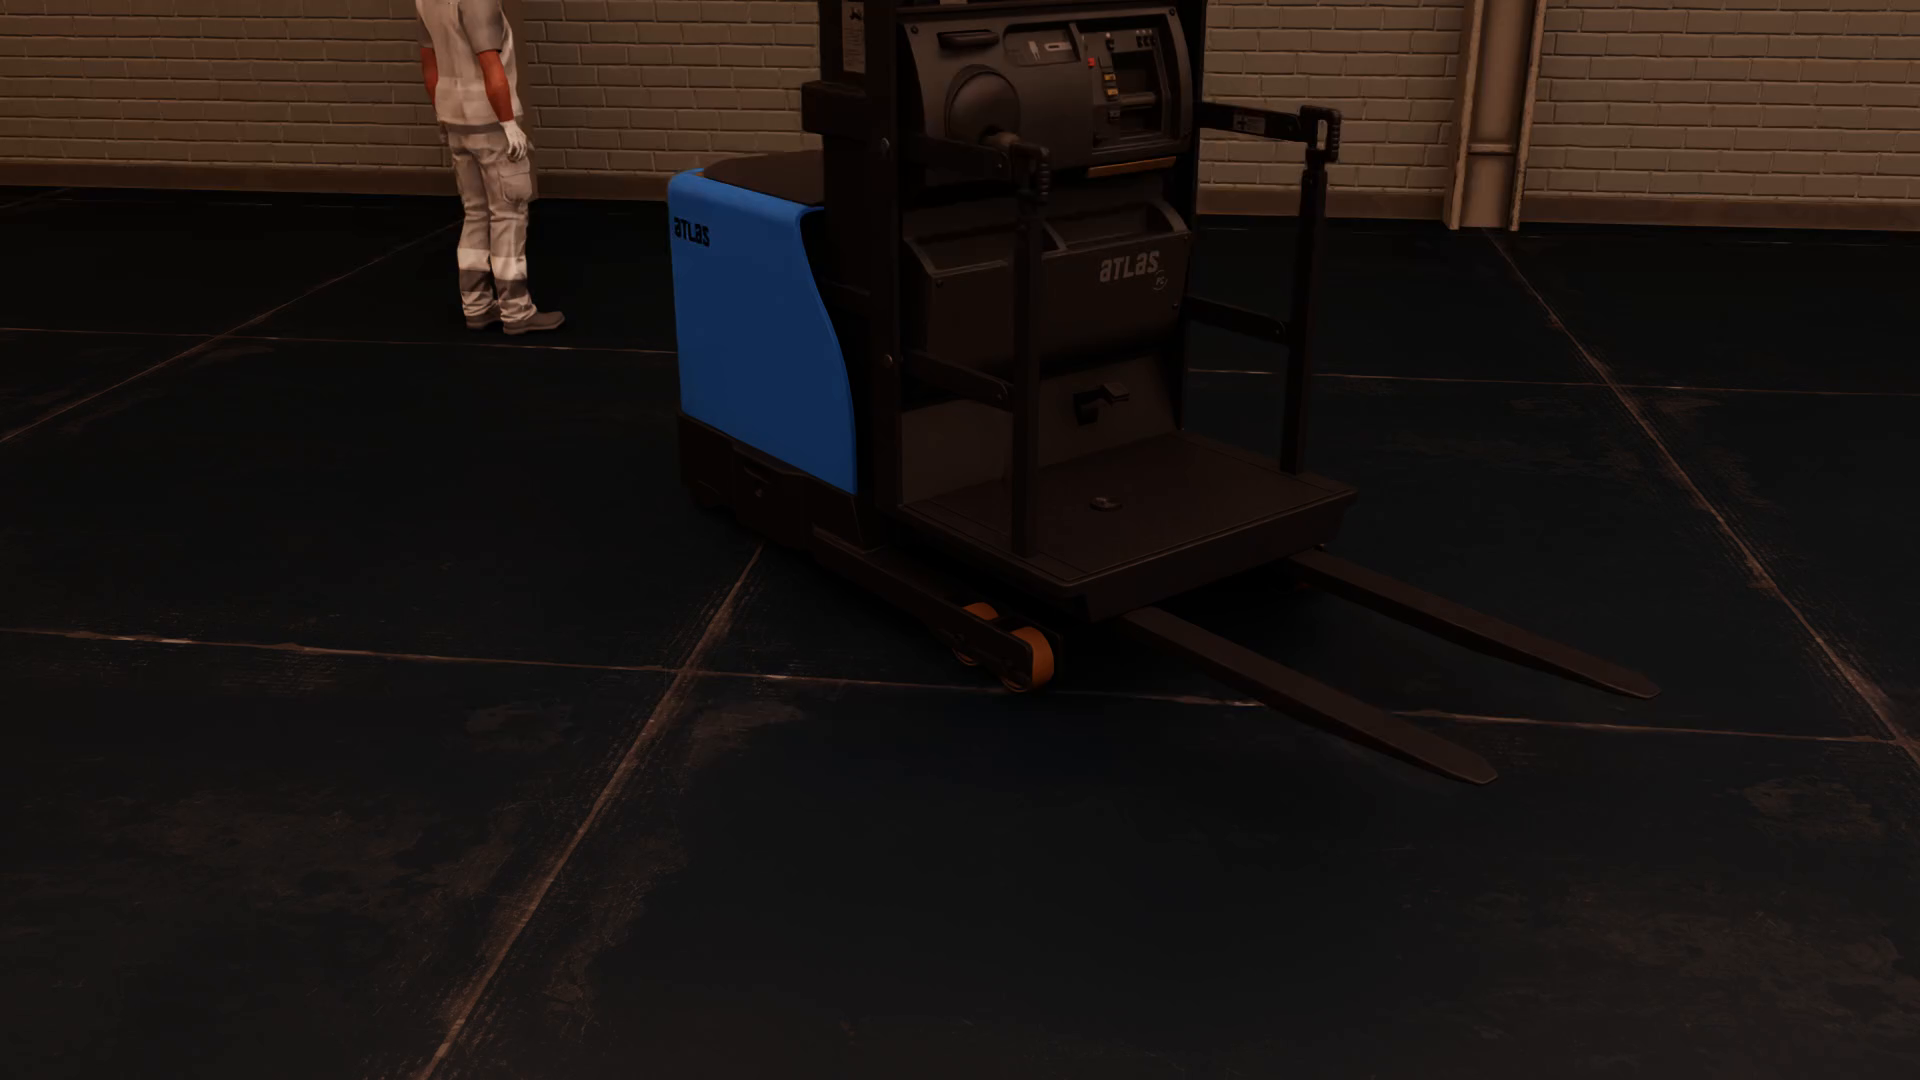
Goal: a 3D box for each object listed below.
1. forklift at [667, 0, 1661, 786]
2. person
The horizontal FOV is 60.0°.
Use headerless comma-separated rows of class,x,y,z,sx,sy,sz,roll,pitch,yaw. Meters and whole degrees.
forklift,0.382,-1.181,4.187,1.130,2.935,3.031,-16,27,-35
person,-2.062,-1.809,7.276,0.614,1.794,0.378,18,28,38
